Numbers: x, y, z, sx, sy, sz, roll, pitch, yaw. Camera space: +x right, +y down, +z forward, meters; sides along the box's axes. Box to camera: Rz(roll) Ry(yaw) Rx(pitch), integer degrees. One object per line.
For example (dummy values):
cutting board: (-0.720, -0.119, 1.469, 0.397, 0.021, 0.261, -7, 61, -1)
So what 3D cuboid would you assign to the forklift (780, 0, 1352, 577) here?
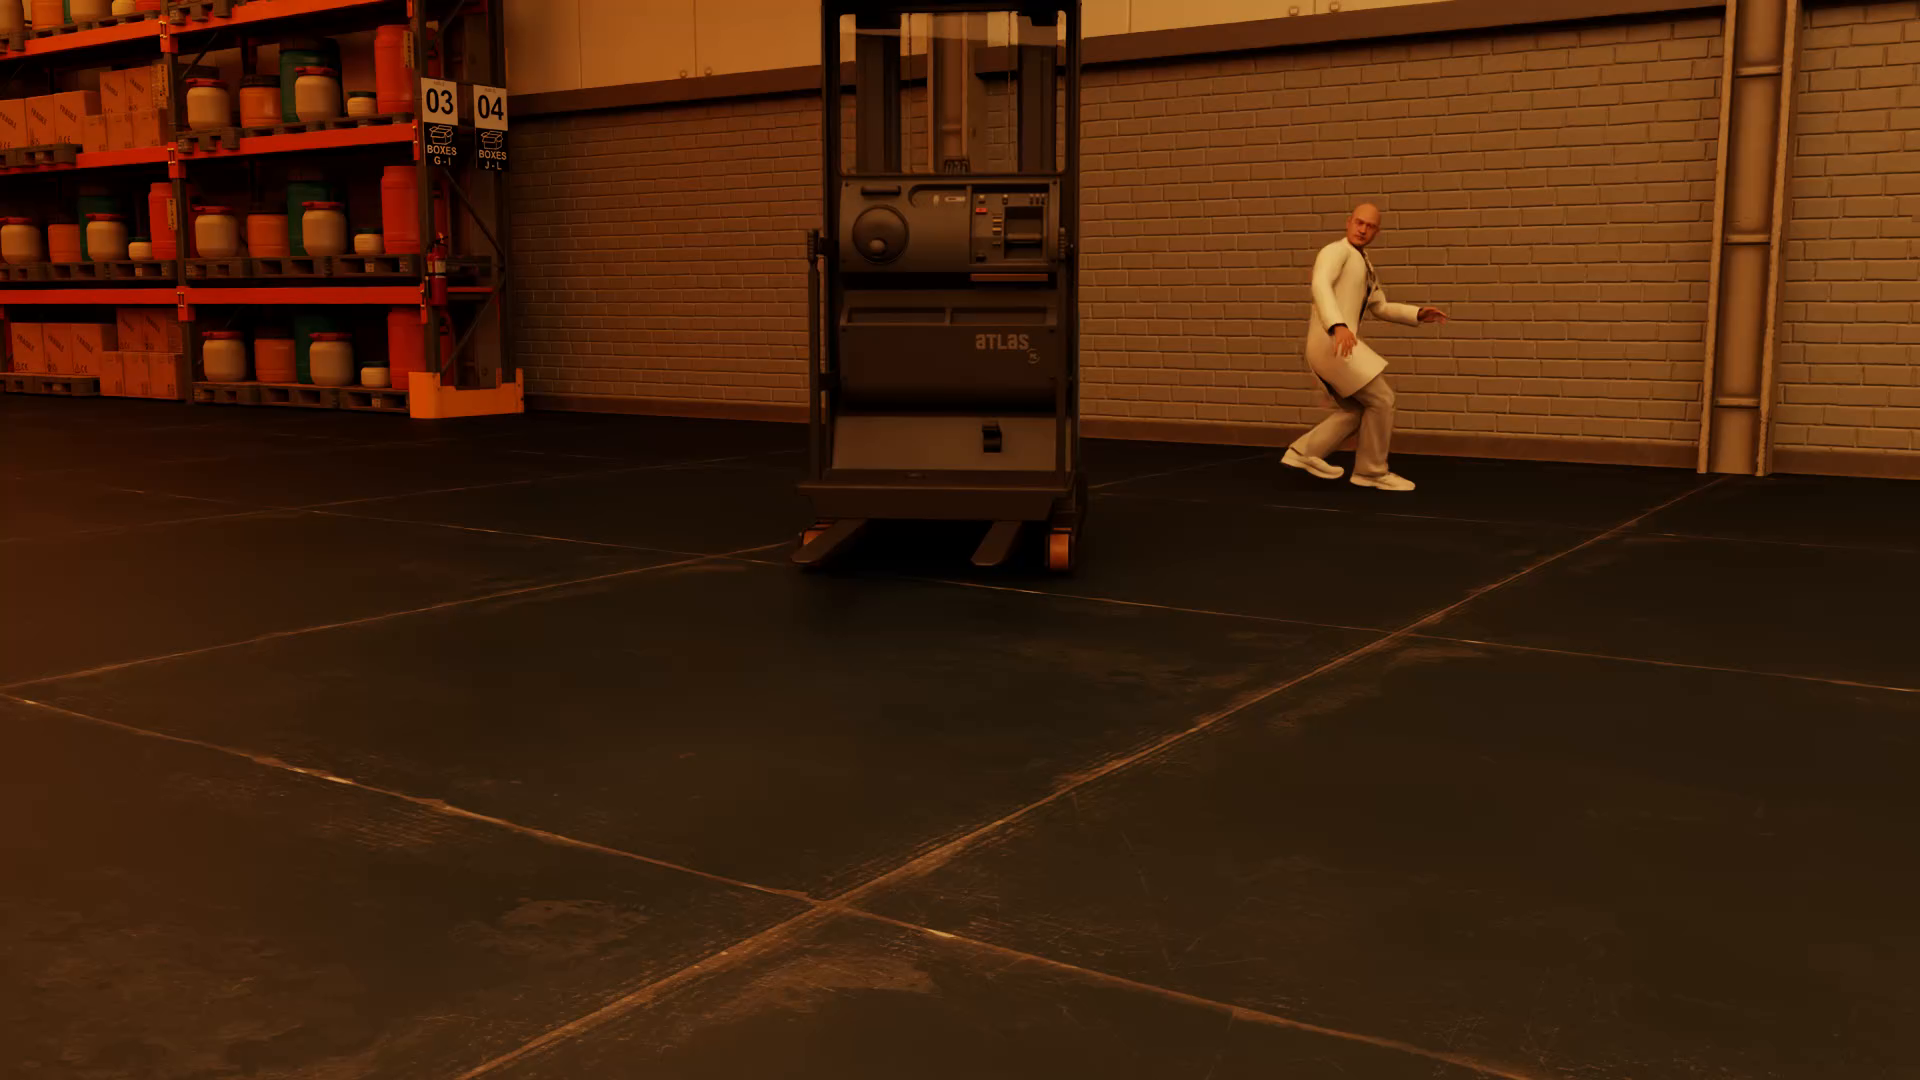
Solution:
forklift: (0.331, -1.378, 6.885, 1.130, 2.935, 3.031, -5, 9, -31)

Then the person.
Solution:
person: (2.490, -1.190, 9.786, 0.551, 1.753, 0.790, 6, 10, 34)
